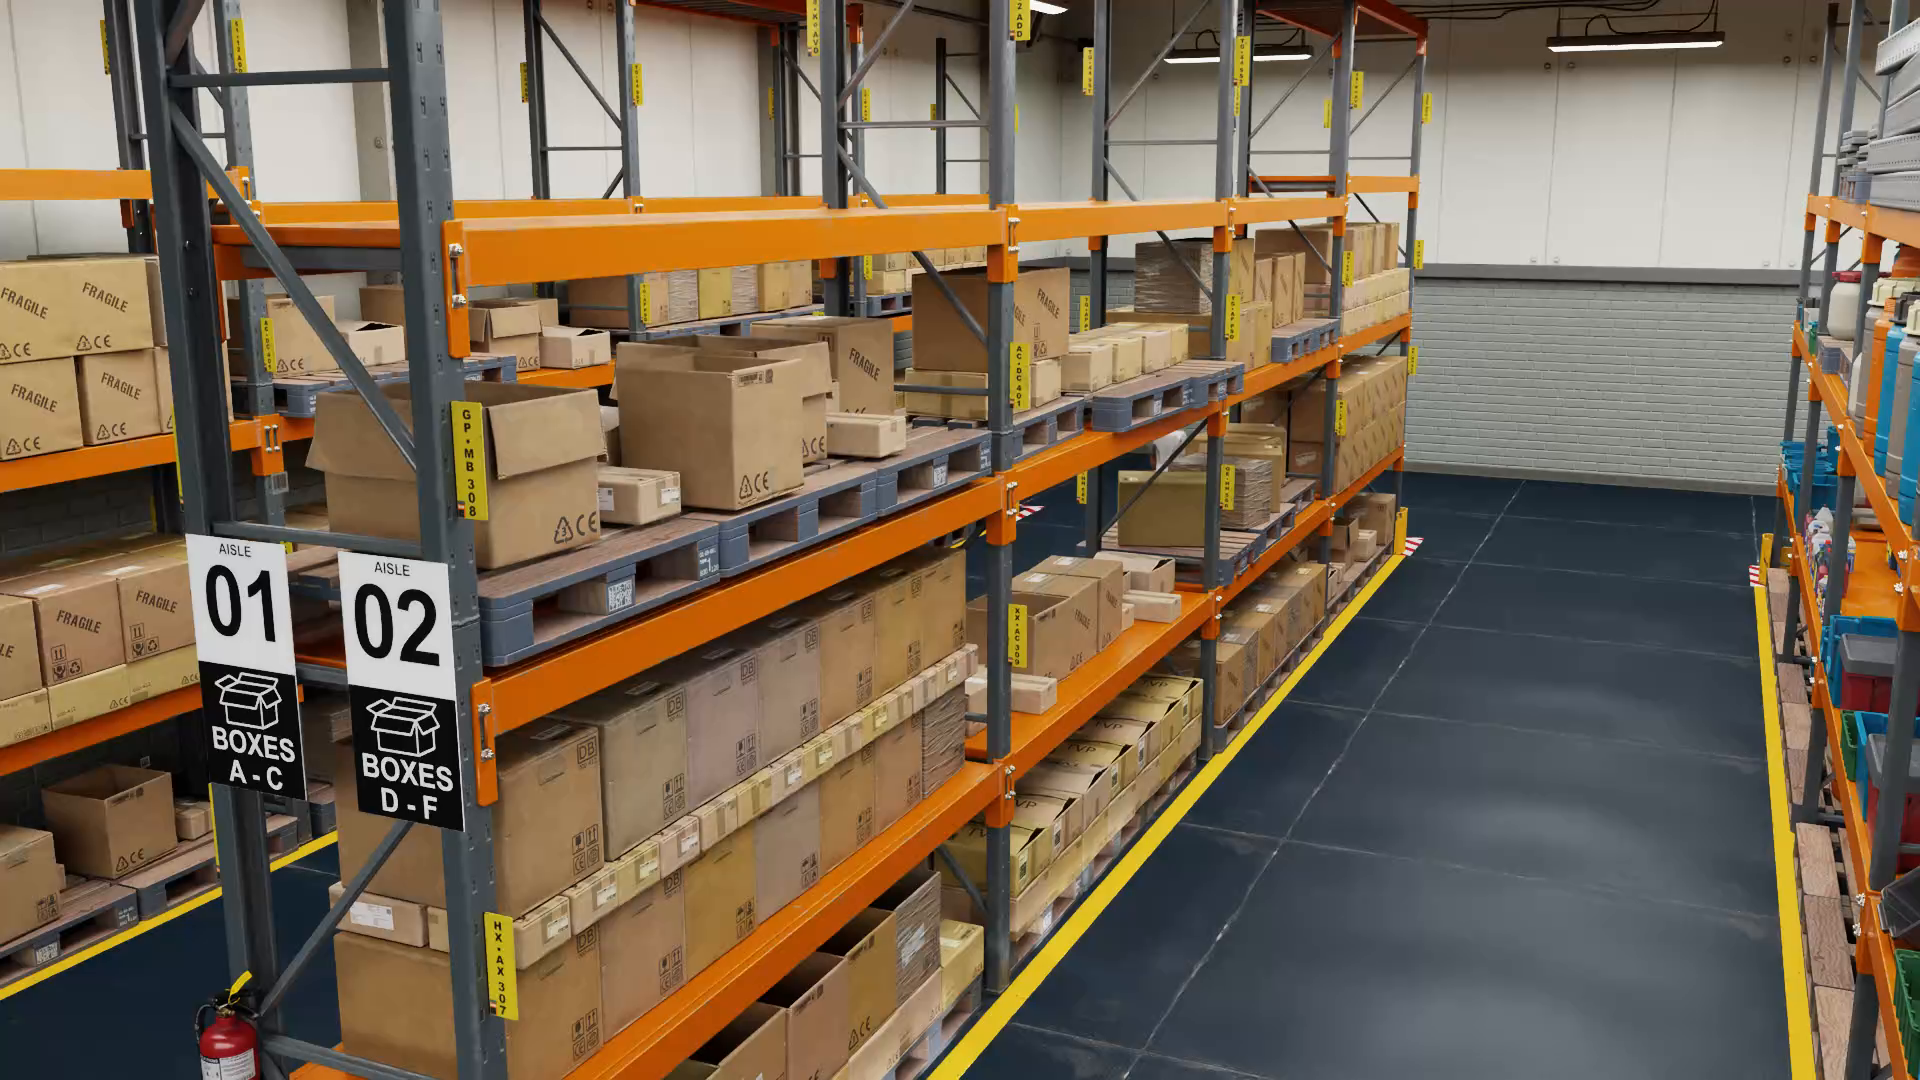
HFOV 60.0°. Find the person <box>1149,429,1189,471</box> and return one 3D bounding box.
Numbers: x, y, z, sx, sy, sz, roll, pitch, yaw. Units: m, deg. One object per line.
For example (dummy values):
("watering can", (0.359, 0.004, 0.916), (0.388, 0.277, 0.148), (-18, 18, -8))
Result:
("person", (2.474, -0.675, 19.069), (0.594, 1.809, 0.773), (7, 14, 31))
